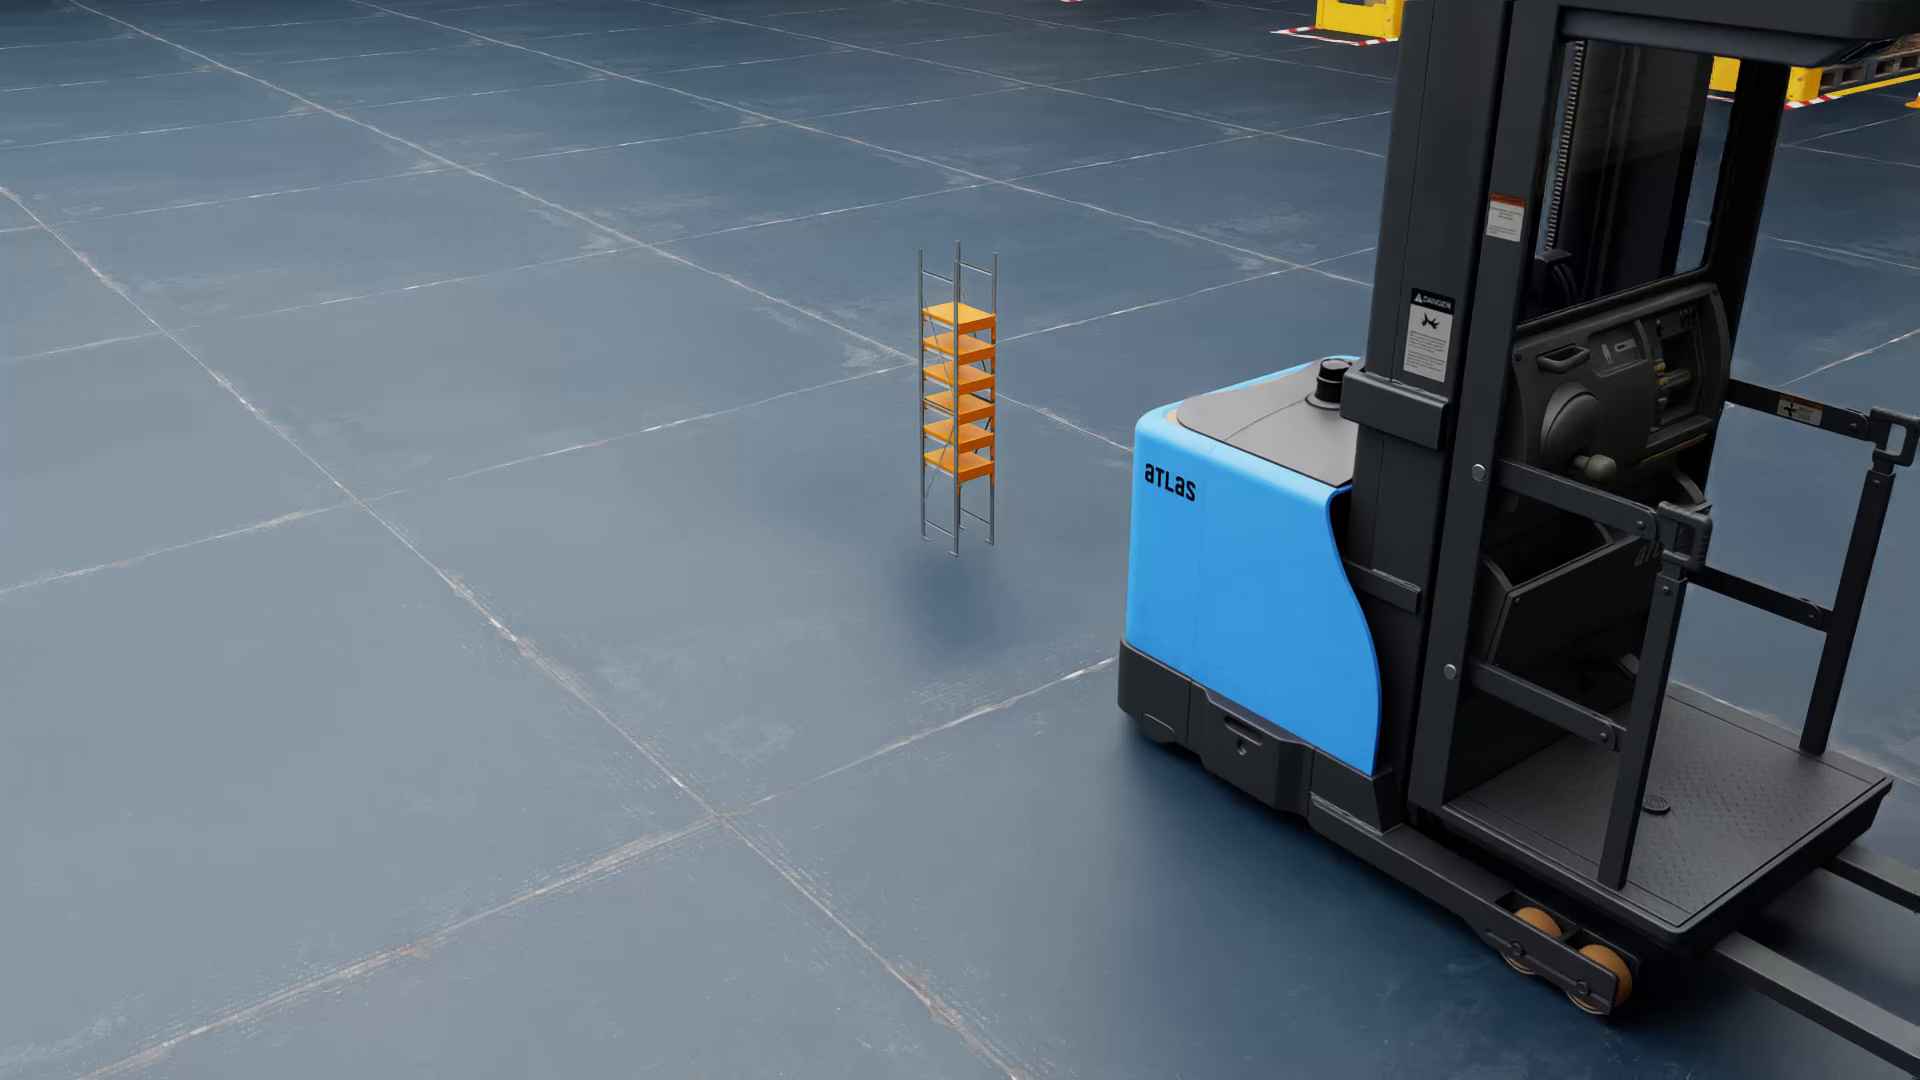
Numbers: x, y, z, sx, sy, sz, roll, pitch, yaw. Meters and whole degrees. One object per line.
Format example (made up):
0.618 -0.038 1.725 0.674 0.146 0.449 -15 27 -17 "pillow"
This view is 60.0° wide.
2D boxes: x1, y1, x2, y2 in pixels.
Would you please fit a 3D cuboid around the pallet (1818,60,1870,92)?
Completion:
8.262 -4.678 16.579 1.213 0.211 1.003 -18 31 -34 "pallet"

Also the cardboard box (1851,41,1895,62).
8.865 -5.363 16.768 0.875 0.875 0.875 -19 31 -35 "cardboard box"

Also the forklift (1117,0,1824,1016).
1.820 -0.376 4.079 1.130 2.935 3.031 -18 31 -34 "forklift"

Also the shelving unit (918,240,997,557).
-0.011 -0.540 6.489 0.189 1.200 0.258 -18 31 -34 "shelving unit"

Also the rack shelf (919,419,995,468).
-0.011 -0.391 6.559 0.180 0.103 0.258 -18 31 -34 "rack shelf"

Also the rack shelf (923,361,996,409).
-0.011 -0.609 6.457 0.180 0.103 0.258 -18 31 -34 "rack shelf"

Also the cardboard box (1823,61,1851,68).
8.174 -5.134 16.274 0.875 0.875 0.875 -18 30 -34 "cardboard box"

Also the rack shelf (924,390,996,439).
-0.011 -0.500 6.508 0.180 0.103 0.258 -18 31 -34 "rack shelf"

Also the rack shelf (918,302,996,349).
-0.011 -0.827 6.356 0.180 0.103 0.258 -18 31 -34 "rack shelf"

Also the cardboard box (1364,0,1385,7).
5.201 -6.592 19.861 0.500 0.500 0.500 -12 28 -25 "cardboard box"

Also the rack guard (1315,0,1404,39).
4.759 -6.264 19.654 0.348 0.500 1.175 -18 31 -34 "rack guard"

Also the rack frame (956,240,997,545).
0.061 -0.564 6.541 0.006 1.200 0.240 -18 31 -34 "rack frame"

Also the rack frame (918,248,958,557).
-0.083 -0.517 6.438 0.006 1.200 0.240 -18 31 -34 "rack frame"

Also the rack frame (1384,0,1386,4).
4.700 -7.378 19.085 0.127 3.000 1.000 -18 31 -34 "rack frame"

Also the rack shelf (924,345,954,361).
-0.011 -0.736 6.399 0.166 0.020 0.199 -18 31 -34 "rack shelf"

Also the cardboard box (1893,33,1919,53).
9.583 -5.599 17.277 0.875 0.875 0.875 -18 30 -34 "cardboard box"

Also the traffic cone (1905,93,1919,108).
8.975 -4.226 15.306 0.334 0.463 0.336 -18 31 -34 "traffic cone"

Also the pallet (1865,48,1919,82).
9.221 -4.993 17.258 1.213 0.211 1.003 -18 31 -34 "pallet"
